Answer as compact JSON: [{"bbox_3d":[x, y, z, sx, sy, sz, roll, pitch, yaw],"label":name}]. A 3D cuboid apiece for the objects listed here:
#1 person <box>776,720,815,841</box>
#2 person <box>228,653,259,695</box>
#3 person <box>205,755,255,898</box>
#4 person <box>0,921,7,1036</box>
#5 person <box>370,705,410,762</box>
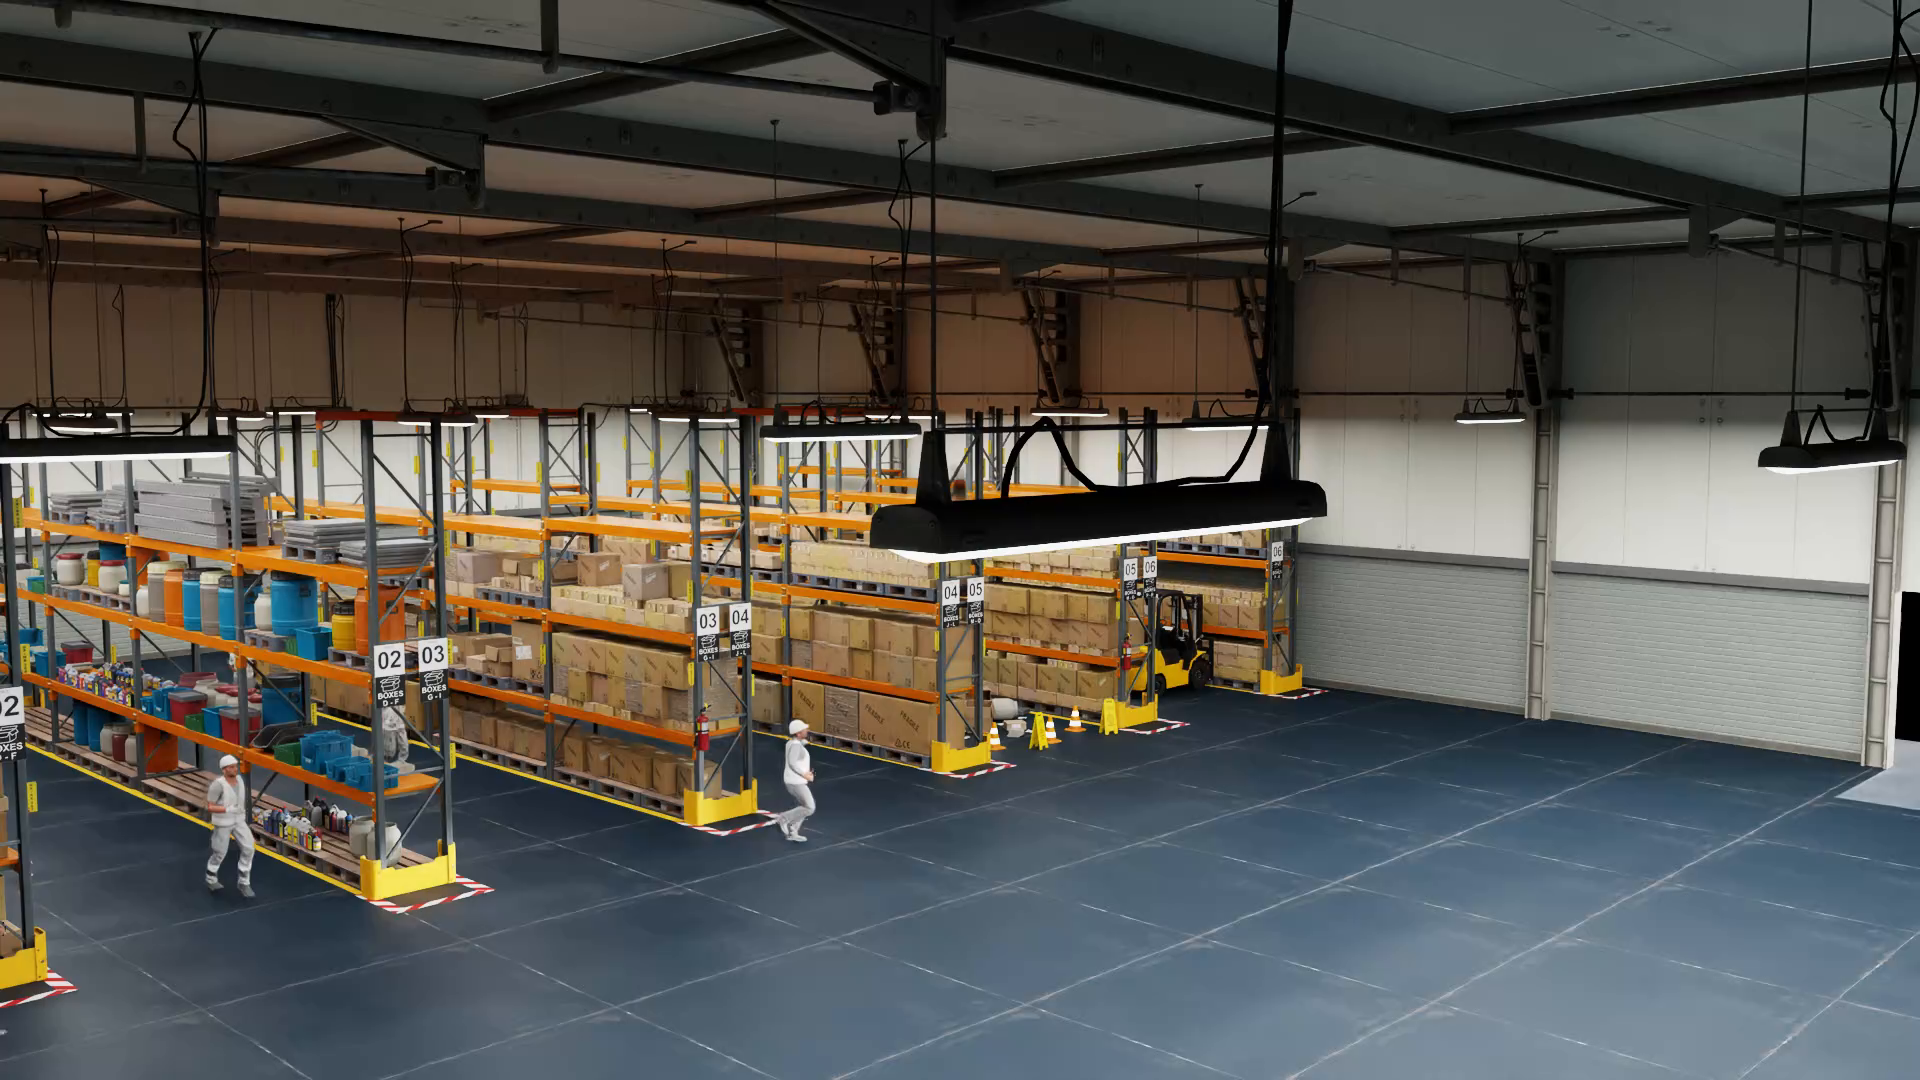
[{"bbox_3d":[-2.335,3.403,23.537,0.566,1.720,0.642,-1,5,-11],"label":"person"},{"bbox_3d":[-13.836,2.660,32.191,0.569,1.661,0.529,-4,6,-39],"label":"person"},{"bbox_3d":[-9.183,3.596,20.863,0.835,1.831,0.589,3,6,33],"label":"person"},{"bbox_3d":[-9.832,4.030,16.476,0.776,1.754,0.706,-1,5,-8],"label":"person"},{"bbox_3d":[-9.245,3.069,26.988,0.849,1.765,0.668,3,6,28],"label":"person"}]
